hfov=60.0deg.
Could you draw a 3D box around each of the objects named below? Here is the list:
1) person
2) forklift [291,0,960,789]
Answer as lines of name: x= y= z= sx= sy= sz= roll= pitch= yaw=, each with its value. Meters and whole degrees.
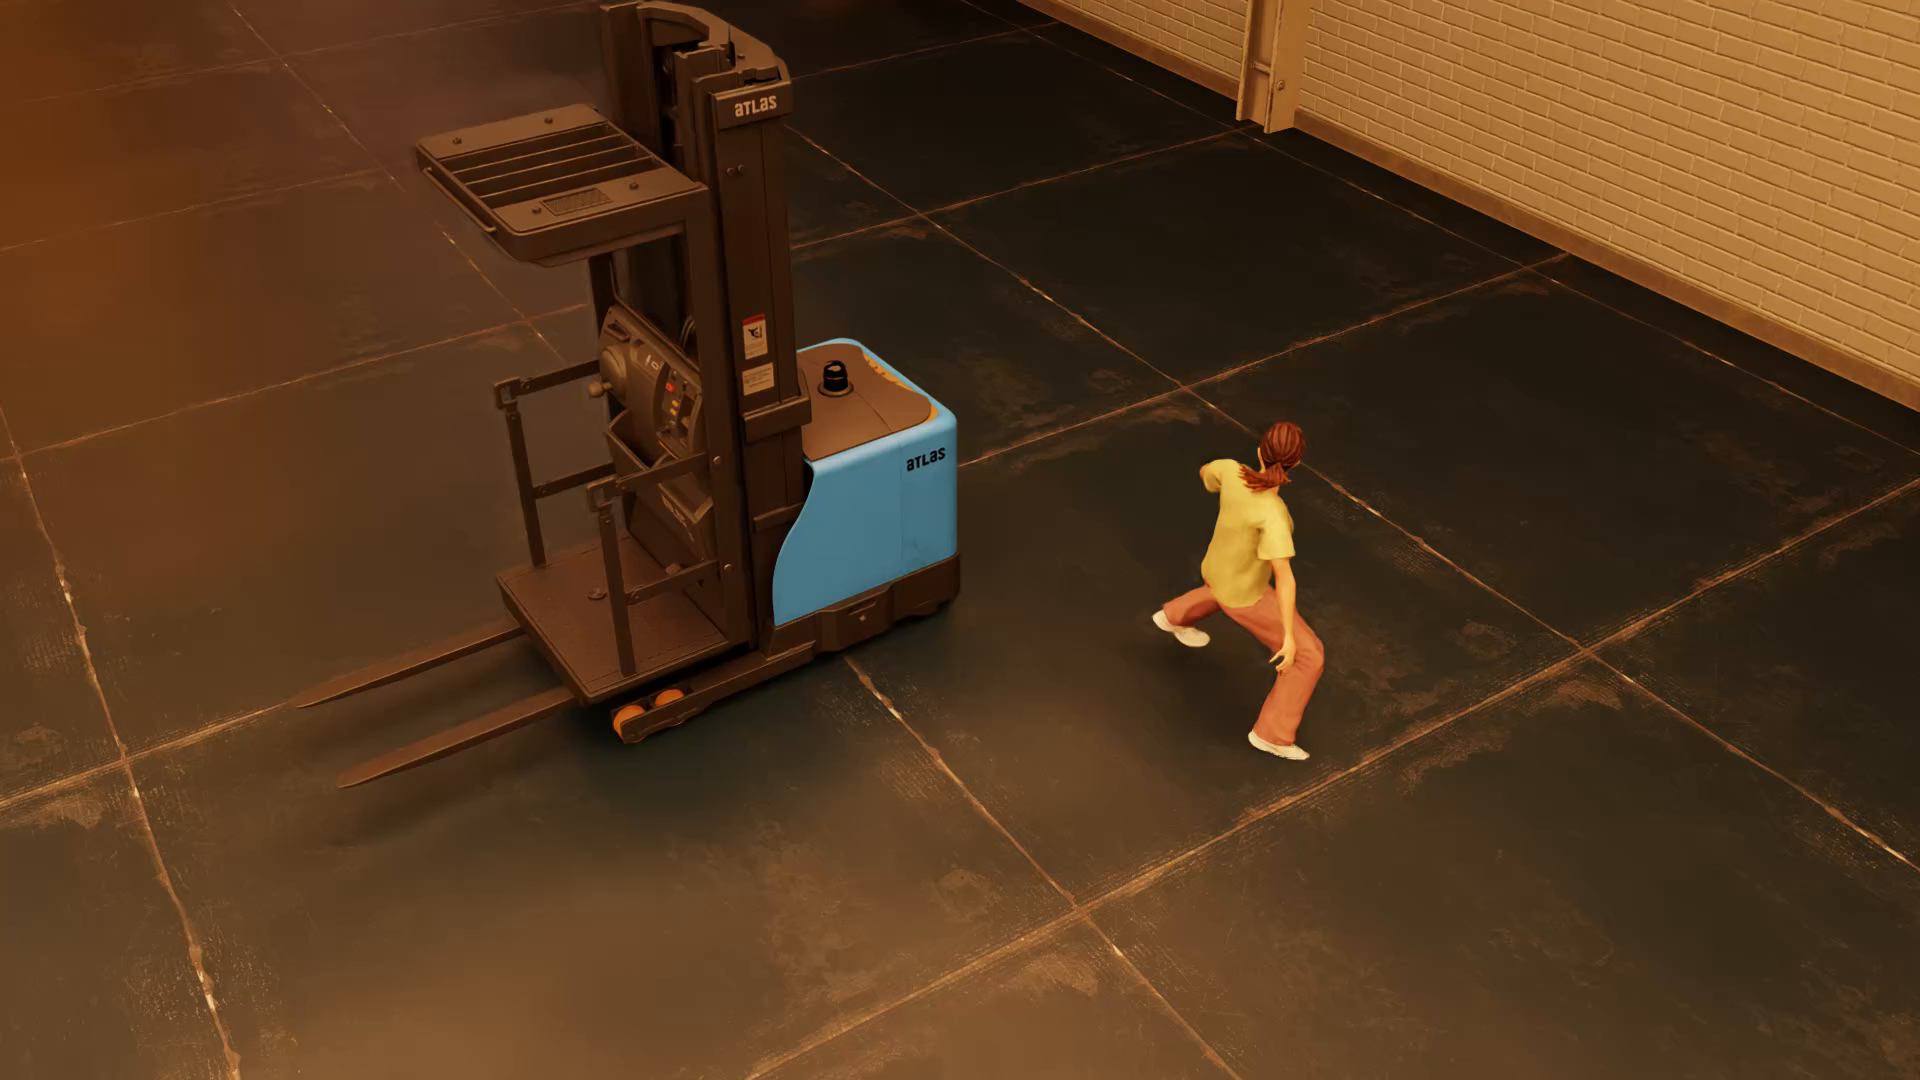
person: x=1.268 y=0.191 z=7.154 sx=0.507 sy=1.566 sz=1.071 roll=-9 pitch=36 yaw=-12
forklift: x=-1.503 y=-0.643 z=7.063 sx=3.031 sy=2.935 sz=1.130 roll=-21 pitch=40 yaw=-28
